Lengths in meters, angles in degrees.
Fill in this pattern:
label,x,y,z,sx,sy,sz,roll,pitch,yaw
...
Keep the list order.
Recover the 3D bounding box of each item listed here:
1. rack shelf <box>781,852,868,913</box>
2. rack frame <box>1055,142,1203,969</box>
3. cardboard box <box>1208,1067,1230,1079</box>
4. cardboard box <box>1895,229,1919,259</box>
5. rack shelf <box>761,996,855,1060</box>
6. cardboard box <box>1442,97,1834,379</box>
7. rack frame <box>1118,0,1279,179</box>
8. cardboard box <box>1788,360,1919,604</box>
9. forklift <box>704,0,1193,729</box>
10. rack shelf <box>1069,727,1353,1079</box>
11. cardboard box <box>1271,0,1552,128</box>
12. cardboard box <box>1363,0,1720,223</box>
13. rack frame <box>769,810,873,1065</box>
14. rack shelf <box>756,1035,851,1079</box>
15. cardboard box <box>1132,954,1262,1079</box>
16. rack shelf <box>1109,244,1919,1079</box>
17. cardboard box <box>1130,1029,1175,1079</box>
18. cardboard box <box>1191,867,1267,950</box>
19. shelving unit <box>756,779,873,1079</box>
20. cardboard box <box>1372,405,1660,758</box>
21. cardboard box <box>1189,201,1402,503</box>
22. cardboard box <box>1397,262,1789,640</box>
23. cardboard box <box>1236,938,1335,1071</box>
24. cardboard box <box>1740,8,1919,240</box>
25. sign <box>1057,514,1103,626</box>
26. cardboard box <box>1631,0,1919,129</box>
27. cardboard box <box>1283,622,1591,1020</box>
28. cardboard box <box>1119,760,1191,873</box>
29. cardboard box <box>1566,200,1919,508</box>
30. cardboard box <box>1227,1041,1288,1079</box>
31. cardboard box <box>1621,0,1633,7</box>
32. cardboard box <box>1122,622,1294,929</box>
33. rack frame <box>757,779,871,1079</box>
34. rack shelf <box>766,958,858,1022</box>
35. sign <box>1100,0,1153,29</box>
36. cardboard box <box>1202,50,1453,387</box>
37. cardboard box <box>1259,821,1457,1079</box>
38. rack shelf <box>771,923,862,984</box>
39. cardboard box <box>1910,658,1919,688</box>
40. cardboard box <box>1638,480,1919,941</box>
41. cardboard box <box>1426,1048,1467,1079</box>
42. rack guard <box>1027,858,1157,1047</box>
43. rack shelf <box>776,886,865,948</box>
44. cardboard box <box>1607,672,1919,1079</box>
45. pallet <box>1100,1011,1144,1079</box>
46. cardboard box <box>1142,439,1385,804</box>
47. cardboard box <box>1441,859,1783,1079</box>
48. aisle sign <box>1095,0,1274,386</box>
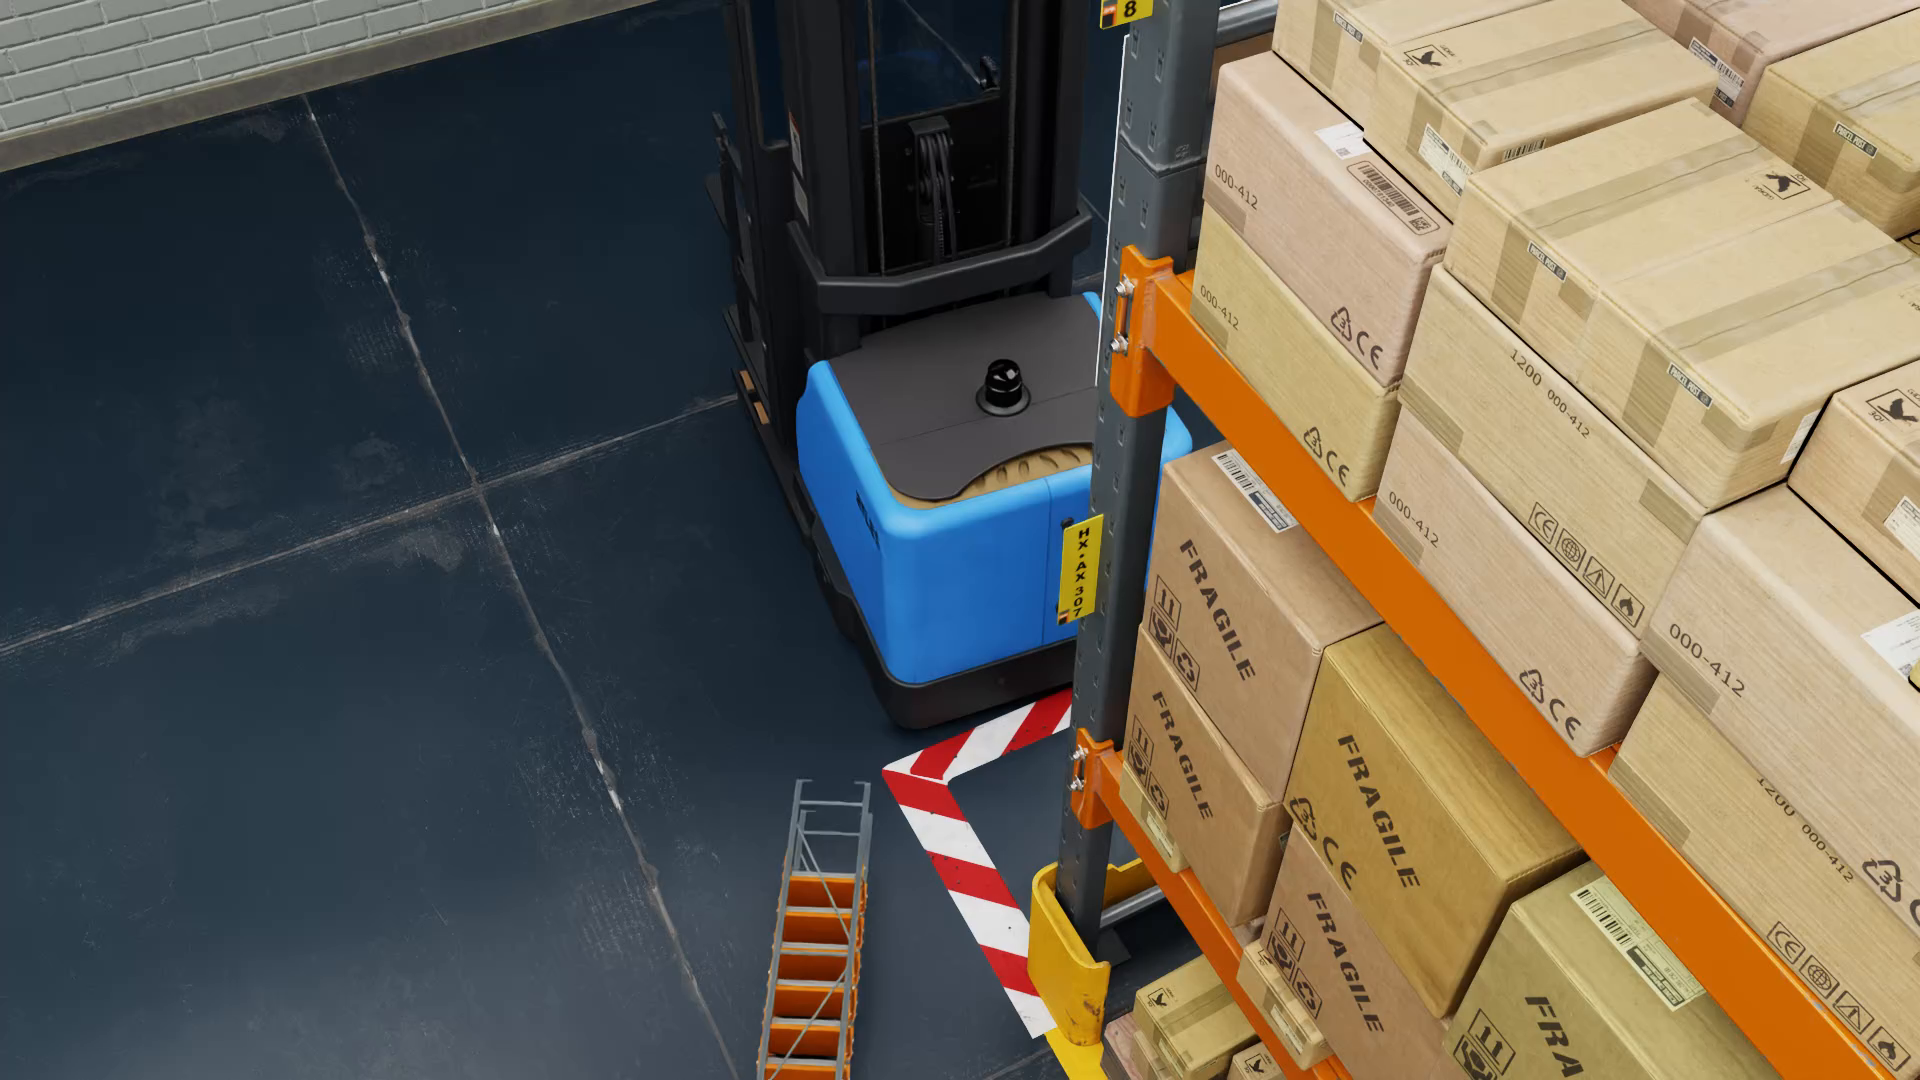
label,x,y,z,sx,sy,sz,roll,pitch,yaw
rack shelf,-0.419,1.069,5.186,0.258,0.180,0.103,2,49,2
rack frame,0.746,0.166,4.112,1.000,3.000,0.127,-21,52,-18
cardboard box,0.758,1.308,4.531,0.380,0.149,0.250,-19,52,-16
cardboard box,1.418,-0.374,2.359,0.500,0.250,0.500,-22,53,-18
rack shelf,-0.442,1.430,4.870,0.258,0.180,0.103,2,49,2
cardboard box,0.852,-0.389,2.107,0.380,0.149,0.250,-21,52,-18
rack frame,0.746,-1.809,1.854,1.000,3.000,0.127,-21,52,-18
cardboard box,1.174,-0.090,1.846,0.380,0.149,0.250,-20,52,-17
forklift,-0.269,-1.462,5.581,1.130,2.935,3.031,-16,51,-14
rack shelf,1.661,1.742,3.212,1.077,0.370,4.000,-21,52,-18
cardboard box,0.692,-0.773,2.443,0.380,0.149,0.250,-22,52,-18
cardboard box,0.793,-0.596,2.288,0.380,0.149,0.250,-19,52,-16
rack frame,-0.433,1.343,5.068,0.240,0.006,1.200,2,49,2
rack shelf,-0.448,1.520,4.792,0.258,0.180,0.103,2,49,2
cardboard box,0.684,1.238,4.394,0.380,0.149,0.250,-23,53,-19
rack shelf,1.661,0.754,2.083,1.077,0.370,4.000,-21,52,-18
cardboard box,0.701,1.427,4.624,0.380,0.149,0.250,-20,52,-17
cardboard box,0.756,0.735,3.782,0.380,0.149,0.250,-19,52,-16
shelving unit,-0.433,1.283,4.999,0.258,0.189,1.200,2,49,2
cardboard box,0.962,-0.030,2.390,0.500,0.250,0.500,-20,52,-16
cardboard box,0.724,-0.384,2.699,0.500,0.250,0.500,-19,52,-16
cardboard box,0.956,-0.204,2.211,0.500,0.250,0.500,-22,52,-18
cardboard box,0.832,0.933,3.608,0.380,0.149,0.250,-23,53,-19
cardboard box,1.304,-0.576,2.271,0.380,0.149,0.250,-23,53,-19
sign,0.264,0.068,3.623,0.100,0.325,0.005,-21,52,-18
cardboard box,1.204,-0.755,2.428,0.380,0.149,0.250,-20,52,-17
cardboard box,0.952,0.434,2.950,0.500,0.500,0.500,-20,52,-16
cardboard box,0.603,0.579,3.918,0.380,0.149,0.250,-22,52,-18
cardboard box,0.963,-0.226,1.965,0.380,0.149,0.250,-21,52,-17
cardboard box,0.917,1.381,4.269,0.380,0.149,0.250,-20,52,-17
cardboard box,1.160,-0.947,2.595,0.380,0.149,0.250,-22,52,-18
cardboard box,0.706,0.431,3.616,0.500,0.500,0.500,-19,51,-16
rack frame,-0.433,1.223,4.930,0.240,0.006,1.200,2,49,2
rack shelf,-0.436,1.340,4.949,0.258,0.180,0.103,2,49,2
sign,0.264,-0.922,2.490,0.100,0.325,0.005,-21,52,-18
cardboard box,0.721,-0.547,2.510,0.500,0.250,0.500,-20,52,-17
cardboard box,0.974,0.780,3.311,0.500,0.500,0.500,-21,52,-17
rack shelf,-0.431,1.250,5.028,0.258,0.180,0.103,2,49,2
cardboard box,1.211,0.119,1.663,0.380,0.149,0.250,-20,52,-16
cardboard box,1.176,0.138,1.911,0.500,0.250,0.500,-21,52,-17
cardboard box,1.187,1.113,3.020,0.500,0.500,0.500,-21,52,-17
rack guard,0.781,1.040,5.008,1.175,0.500,0.348,-21,52,-18
rack shelf,-0.425,1.160,5.107,0.258,0.180,0.103,2,49,2
cardboard box,1.209,0.311,2.092,0.500,0.250,0.500,-23,53,-19
pallet,1.121,1.691,4.631,1.003,0.211,1.213,-21,52,-18
cardboard box,0.716,0.098,3.243,0.500,0.500,0.500,-21,52,-18
cardboard box,1.170,0.789,2.638,0.500,0.500,0.500,-22,52,-18
aisle sign,0.446,-0.635,3.086,0.394,0.787,0.004,-21,52,-18
